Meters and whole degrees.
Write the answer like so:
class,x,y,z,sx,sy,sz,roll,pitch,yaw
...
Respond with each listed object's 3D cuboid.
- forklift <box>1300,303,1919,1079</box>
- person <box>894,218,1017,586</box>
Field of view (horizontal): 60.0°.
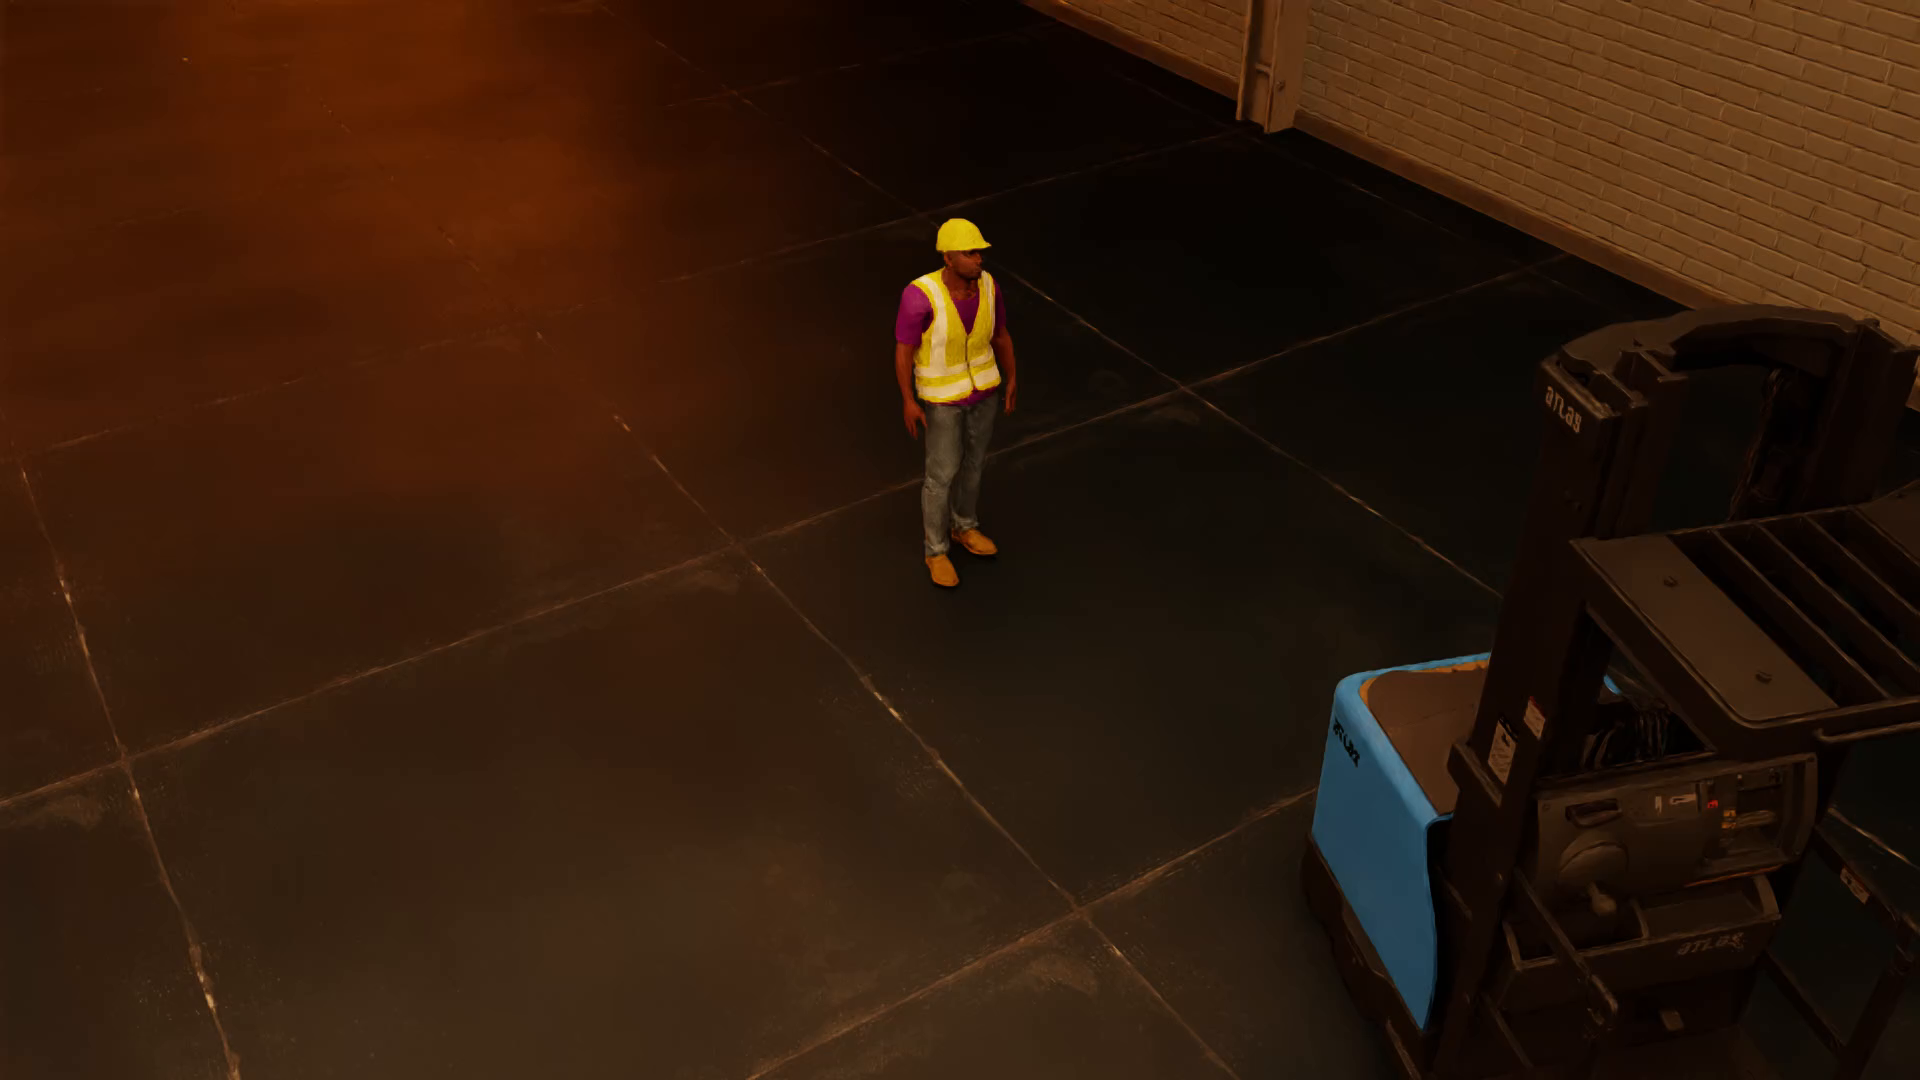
class,x,y,z,sx,sy,sz,roll,pitch,yaw
forklift,2.195,0.940,4.810,1.130,2.935,3.031,-8,36,-11
person,0.034,-0.693,8.135,0.665,1.766,0.575,-21,40,-27
